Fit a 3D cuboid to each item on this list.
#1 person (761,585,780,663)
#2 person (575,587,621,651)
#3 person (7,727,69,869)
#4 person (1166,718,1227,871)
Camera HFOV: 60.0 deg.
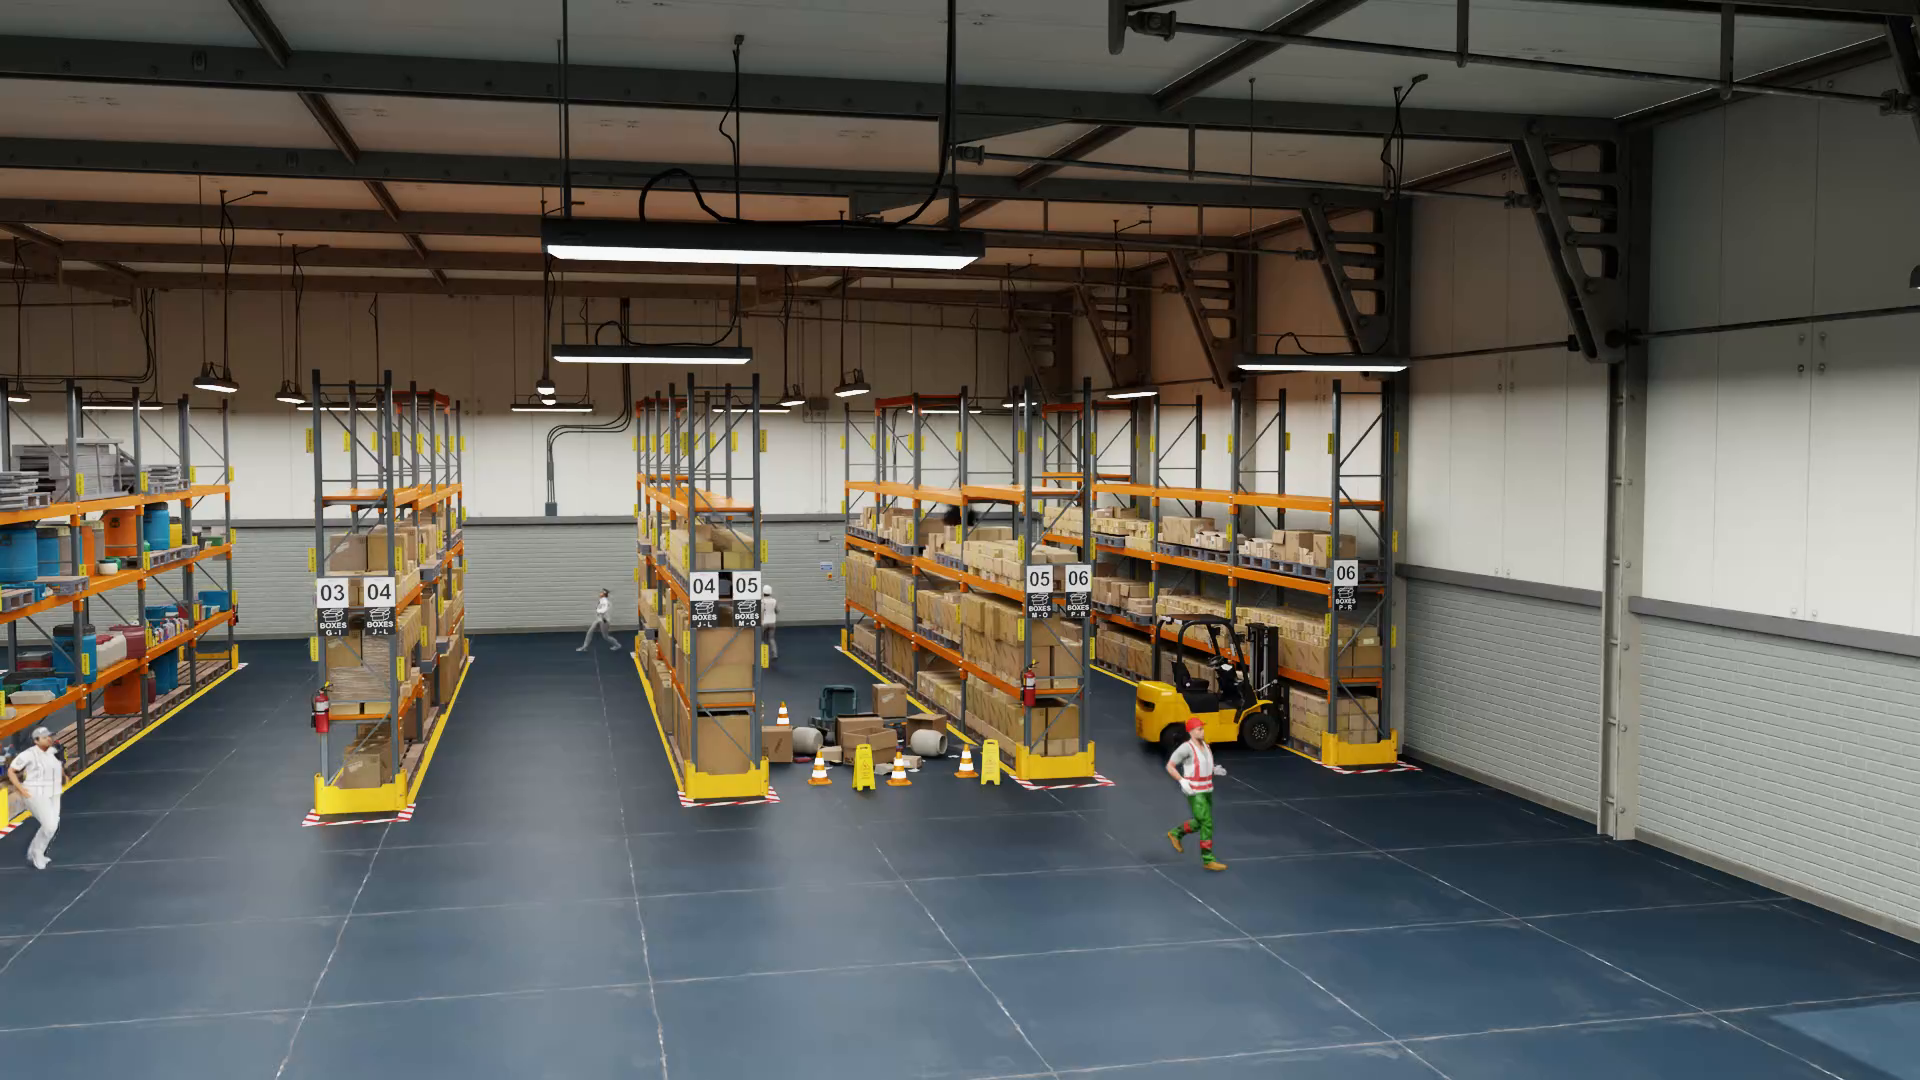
[{"bbox_3d":[-4.391,1.904,37.644,0.656,1.765,0.939,-2,4,-29],"label":"person"},{"bbox_3d":[-8.604,1.898,39.770,1.085,1.558,0.682,-2,4,-29],"label":"person"},{"bbox_3d":[-10.844,3.054,19.695,0.564,1.685,0.662,1,3,18],"label":"person"},{"bbox_3d":[2.790,2.980,19.674,0.914,1.765,0.670,3,4,43],"label":"person"}]
